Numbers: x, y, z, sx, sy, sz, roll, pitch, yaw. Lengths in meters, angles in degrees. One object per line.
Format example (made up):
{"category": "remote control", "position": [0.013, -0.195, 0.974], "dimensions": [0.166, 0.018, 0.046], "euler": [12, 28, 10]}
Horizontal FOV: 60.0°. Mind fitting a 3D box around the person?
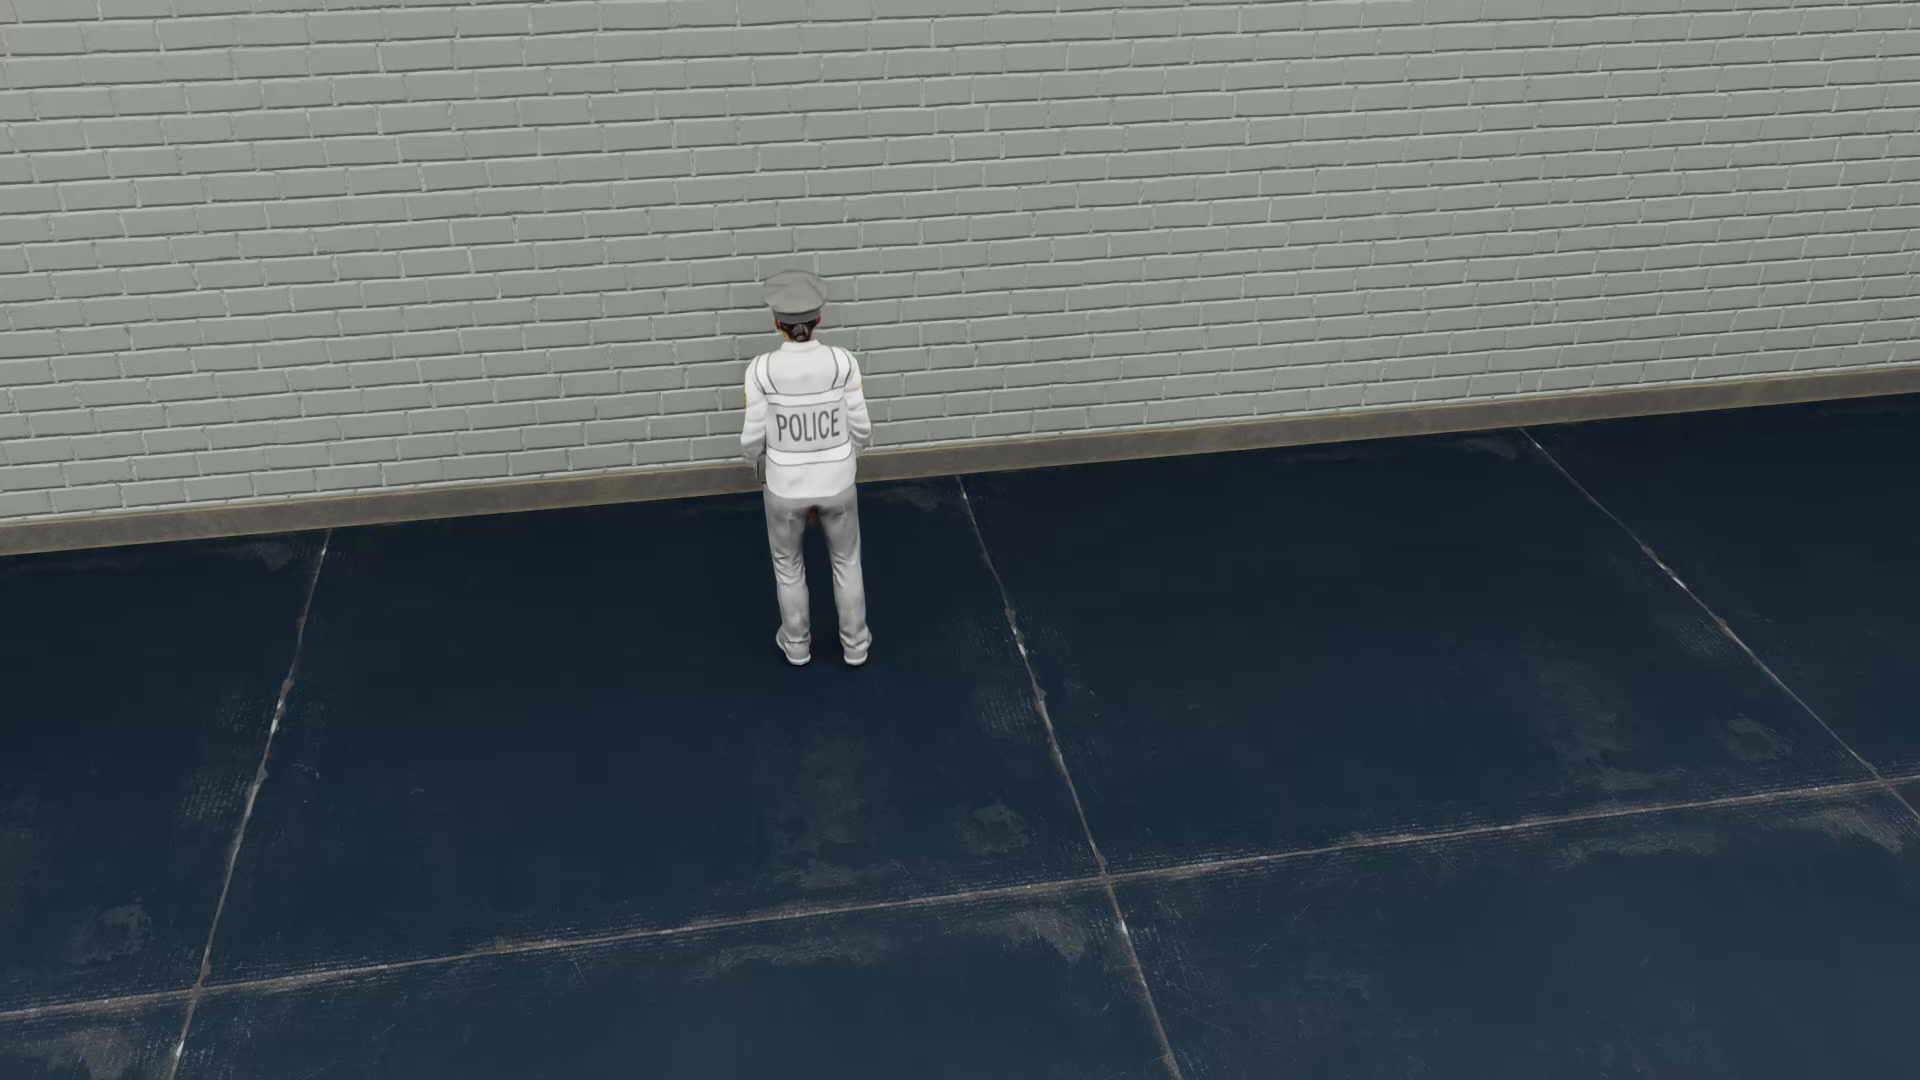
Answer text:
{"category": "person", "position": [-0.599, -0.241, 6.518], "dimensions": [0.505, 1.676, 0.410], "euler": [-6, 31, -10]}
